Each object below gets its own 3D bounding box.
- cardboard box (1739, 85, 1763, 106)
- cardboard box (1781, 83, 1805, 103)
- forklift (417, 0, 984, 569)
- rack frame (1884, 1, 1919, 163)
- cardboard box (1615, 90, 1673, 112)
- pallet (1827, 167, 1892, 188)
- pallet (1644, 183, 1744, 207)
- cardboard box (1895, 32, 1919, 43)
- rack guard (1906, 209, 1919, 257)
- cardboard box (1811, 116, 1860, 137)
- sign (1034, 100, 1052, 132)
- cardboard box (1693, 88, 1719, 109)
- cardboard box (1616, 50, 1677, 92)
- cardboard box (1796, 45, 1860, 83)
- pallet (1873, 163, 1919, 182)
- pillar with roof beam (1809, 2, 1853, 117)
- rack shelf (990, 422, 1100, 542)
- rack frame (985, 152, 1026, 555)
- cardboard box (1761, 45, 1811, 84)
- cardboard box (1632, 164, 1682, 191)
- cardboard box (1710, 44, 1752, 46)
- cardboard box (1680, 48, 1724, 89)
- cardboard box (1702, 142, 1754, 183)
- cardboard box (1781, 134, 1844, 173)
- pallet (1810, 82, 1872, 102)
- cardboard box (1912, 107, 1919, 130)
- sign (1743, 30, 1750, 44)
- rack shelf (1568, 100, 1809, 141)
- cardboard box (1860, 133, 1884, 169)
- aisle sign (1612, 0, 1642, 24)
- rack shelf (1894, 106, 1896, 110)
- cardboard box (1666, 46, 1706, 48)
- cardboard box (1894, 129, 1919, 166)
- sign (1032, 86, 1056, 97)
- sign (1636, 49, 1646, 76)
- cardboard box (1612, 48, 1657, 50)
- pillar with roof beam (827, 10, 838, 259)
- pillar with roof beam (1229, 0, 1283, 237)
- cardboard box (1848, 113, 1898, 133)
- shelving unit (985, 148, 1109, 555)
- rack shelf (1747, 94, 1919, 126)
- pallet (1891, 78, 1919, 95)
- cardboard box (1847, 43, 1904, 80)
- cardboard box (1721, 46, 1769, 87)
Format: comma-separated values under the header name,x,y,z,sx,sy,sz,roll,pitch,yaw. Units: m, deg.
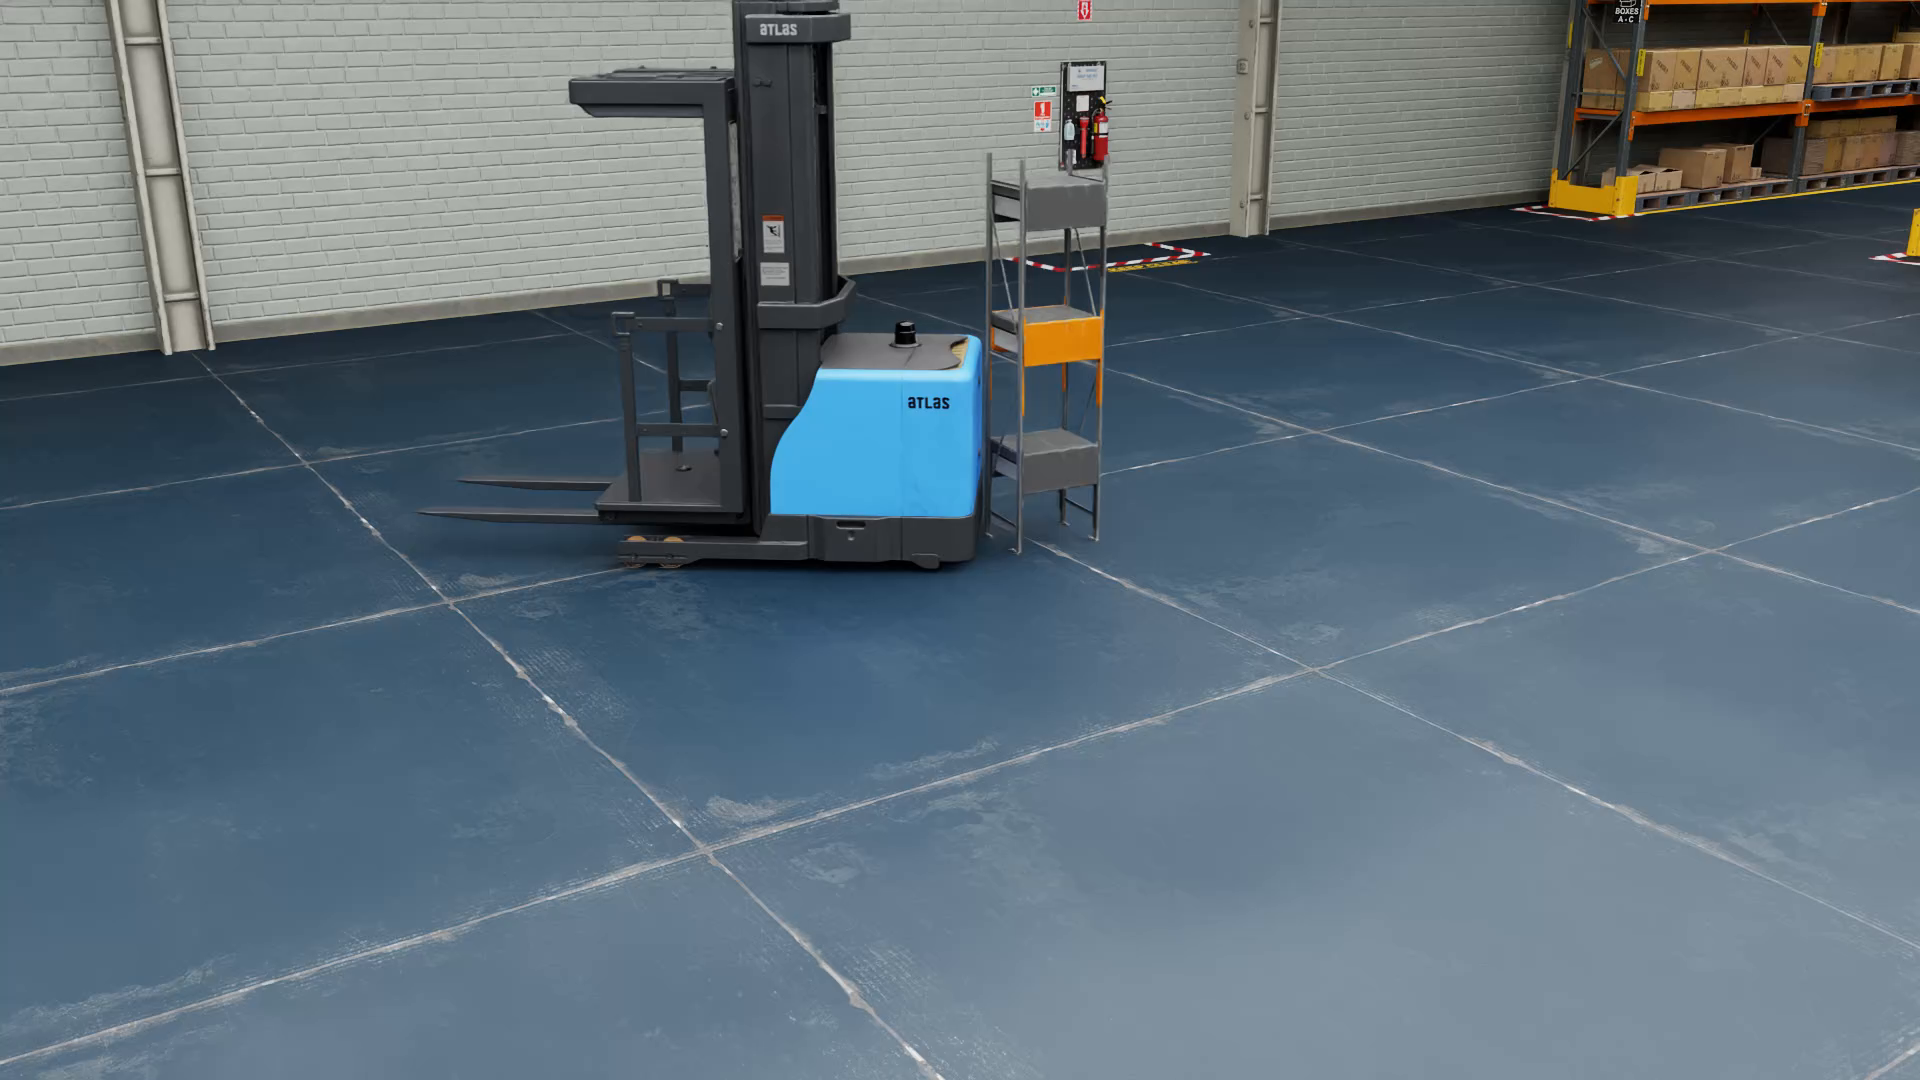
name,x,y,z,sx,sy,sz,roll,pitch,yaw
cardboard box,10.696,-6.147,22.945,0.500,0.250,0.500,-12,22,-32
cardboard box,11.528,-6.325,23.473,0.500,0.250,0.500,-12,22,-31
forklift,-1.405,-1.403,8.817,3.031,2.935,1.130,1,19,4
rack frame,15.098,-7.255,26.022,0.127,3.000,1.000,-12,22,-31
cardboard box,8.998,-5.786,21.878,0.500,0.250,0.500,-13,22,-33
pallet,13.426,-5.584,25.431,1.213,0.211,1.003,-12,22,-31
pallet,10.195,-4.886,23.368,1.213,0.211,1.003,-12,22,-31
cardboard box,14.565,-7.689,25.449,0.250,0.149,0.380,-17,25,-40
rack guard,11.124,-3.334,18.325,0.348,0.500,1.175,-12,22,-31
cardboard box,13.161,-6.236,25.051,0.500,0.250,0.500,-13,22,-33
sign,0.911,-4.666,18.308,0.234,0.329,0.001,-12,22,-31
cardboard box,9.853,-5.969,22.421,0.500,0.250,0.500,-12,22,-32
cardboard box,8.980,-6.144,21.766,0.500,0.500,0.500,-12,22,-31
cardboard box,12.671,-6.984,24.376,0.500,0.500,0.700,-9,21,-26
pallet,14.444,-5.797,26.063,1.213,0.211,1.003,-12,22,-31
pillar with roof beam,15.904,-8.948,21.663,0.400,9.000,9.100,-12,22,-31
rack shelf,0.453,-0.328,9.166,0.480,0.518,0.431,-9,21,-25
rack frame,0.235,-0.969,8.834,0.015,2.100,0.400,-9,21,-25
cardboard box,11.532,-6.679,23.348,0.500,0.500,0.500,-12,22,-32
cardboard box,9.520,-4.979,22.801,0.500,0.311,0.500,-10,21,-27
cardboard box,10.815,-6.728,23.493,0.500,0.500,0.500,-12,22,-32
cardboard box,9.833,-6.317,22.280,0.500,0.500,0.500,-13,22,-33
cardboard box,10.912,-5.382,23.696,0.500,0.500,0.500,-14,23,-35
cardboard box,12.766,-5.814,24.974,0.500,0.500,0.700,-12,22,-32
pallet,12.475,-6.556,24.252,1.213,0.211,1.003,-12,22,-31
cardboard box,15.784,-6.530,26.579,0.750,0.750,0.750,-12,22,-32
sign,11.449,-7.247,24.190,0.005,0.325,0.100,-12,22,-31
rack shelf,10.086,-5.858,23.012,4.000,0.370,1.077,-12,22,-31
cardboard box,13.631,-5.984,25.478,0.500,0.500,0.700,-12,22,-32
aisle sign,8.521,-6.985,21.163,0.004,0.787,0.394,-12,22,-31
rack shelf,16.768,-7.267,27.180,4.000,0.370,1.077,-12,22,-31
cardboard box,9.969,-6.547,22.958,0.500,0.500,0.500,-12,22,-31
cardboard box,14.525,-6.139,25.936,0.500,0.500,0.700,-12,22,-31
sign,0.919,-4.916,18.218,0.331,0.109,0.001,-12,22,-31
sign,8.715,-6.111,21.287,0.005,0.325,0.100,-12,22,-31
cardboard box,9.119,-6.366,22.423,0.500,0.500,0.500,-12,22,-31
pillar with roof beam,0.871,-5.778,12.284,0.400,9.000,9.100,-12,22,-31
pillar with roof beam,5.882,-6.835,15.411,0.400,9.000,9.100,-12,22,-31
cardboard box,14.014,-6.411,25.569,0.500,0.250,0.500,-11,22,-30
shelving unit,0.453,-1.005,8.938,0.503,2.100,0.431,-9,21,-25
rack shelf,13.427,-6.562,25.096,4.000,0.370,1.077,-12,22,-31
pallet,14.561,-7.011,25.598,1.003,0.211,1.213,-12,22,-31
cardboard box,13.682,-7.200,25.017,0.500,0.500,0.700,-12,22,-31
cardboard box,10.692,-6.503,22.830,0.500,0.500,0.500,-13,22,-33
